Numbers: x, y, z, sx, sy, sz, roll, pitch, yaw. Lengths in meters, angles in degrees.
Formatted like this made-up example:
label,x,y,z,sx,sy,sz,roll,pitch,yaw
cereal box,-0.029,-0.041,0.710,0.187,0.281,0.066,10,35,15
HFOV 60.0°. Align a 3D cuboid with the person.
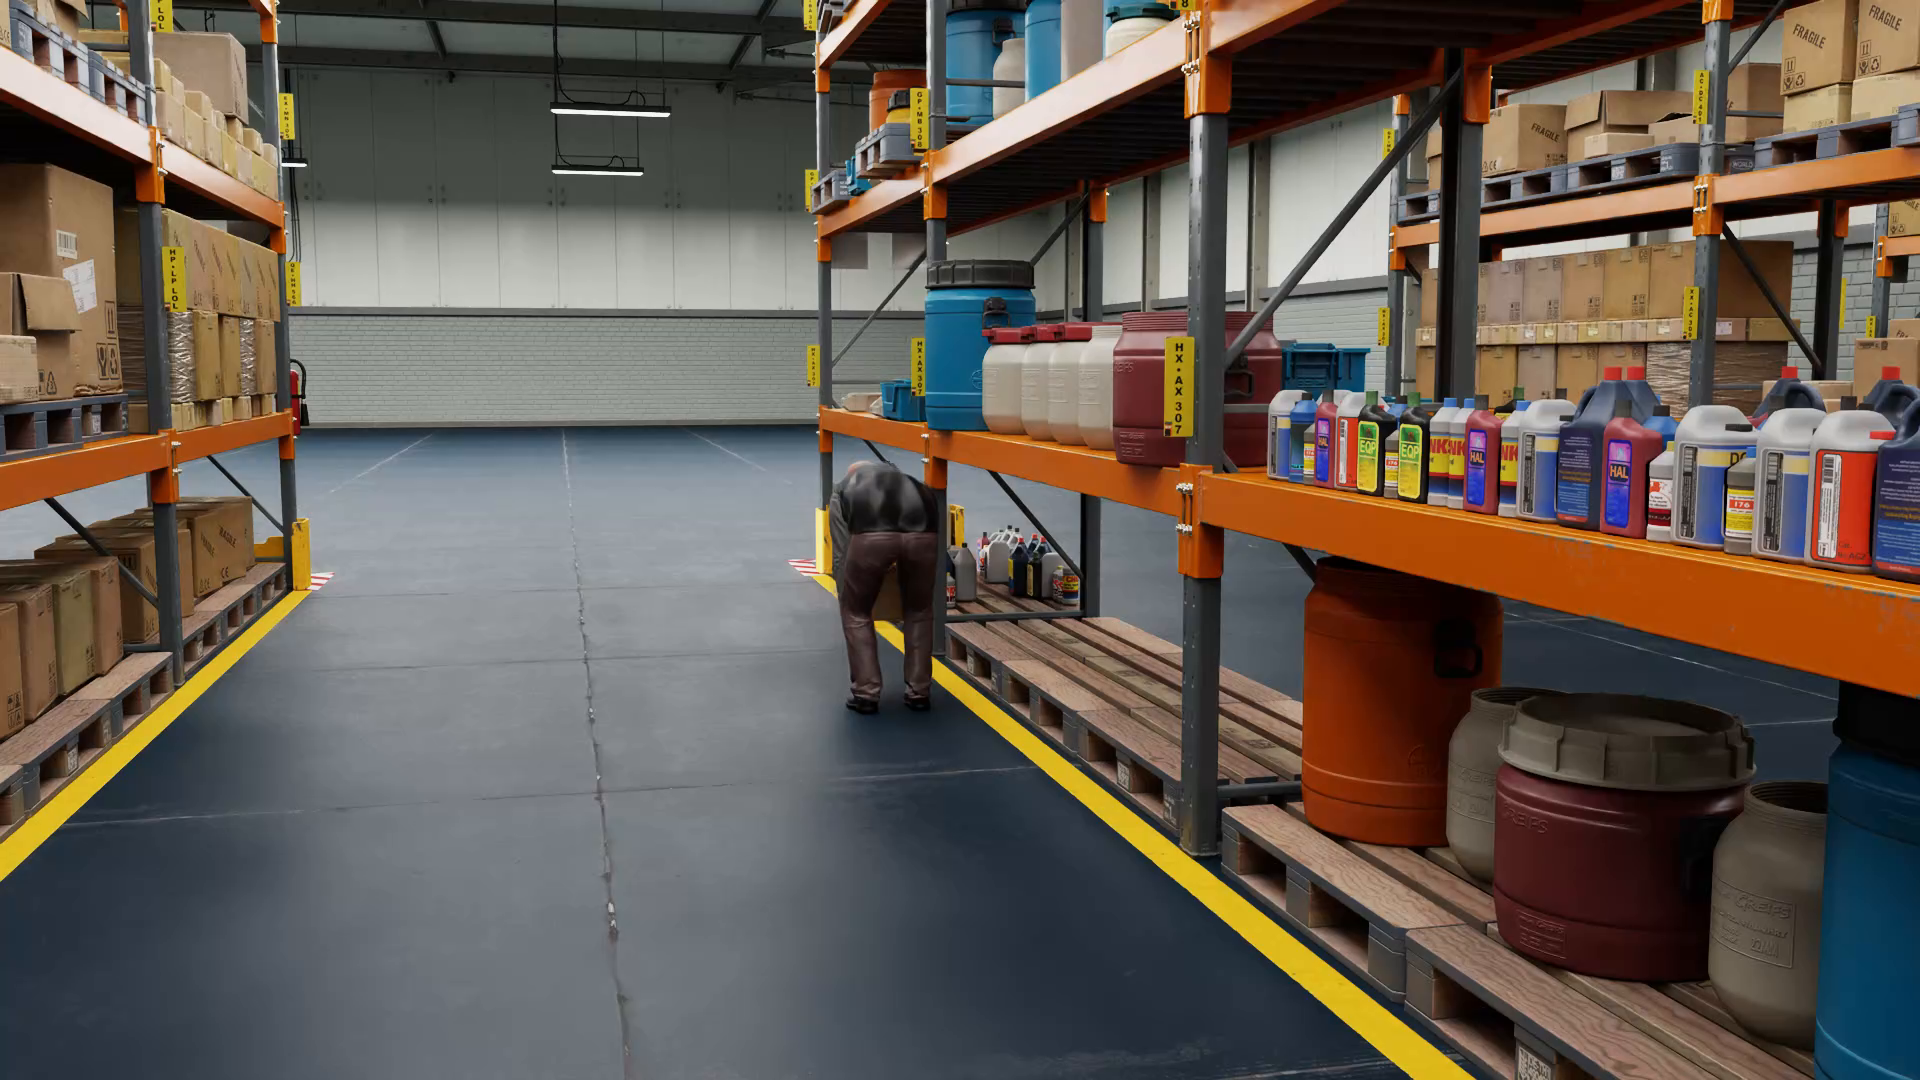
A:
label,x,y,z,sx,sy,sz,roll,pitch,yaw
person,-0.396,0.210,8.204,0.459,1.171,0.948,-2,6,-15
